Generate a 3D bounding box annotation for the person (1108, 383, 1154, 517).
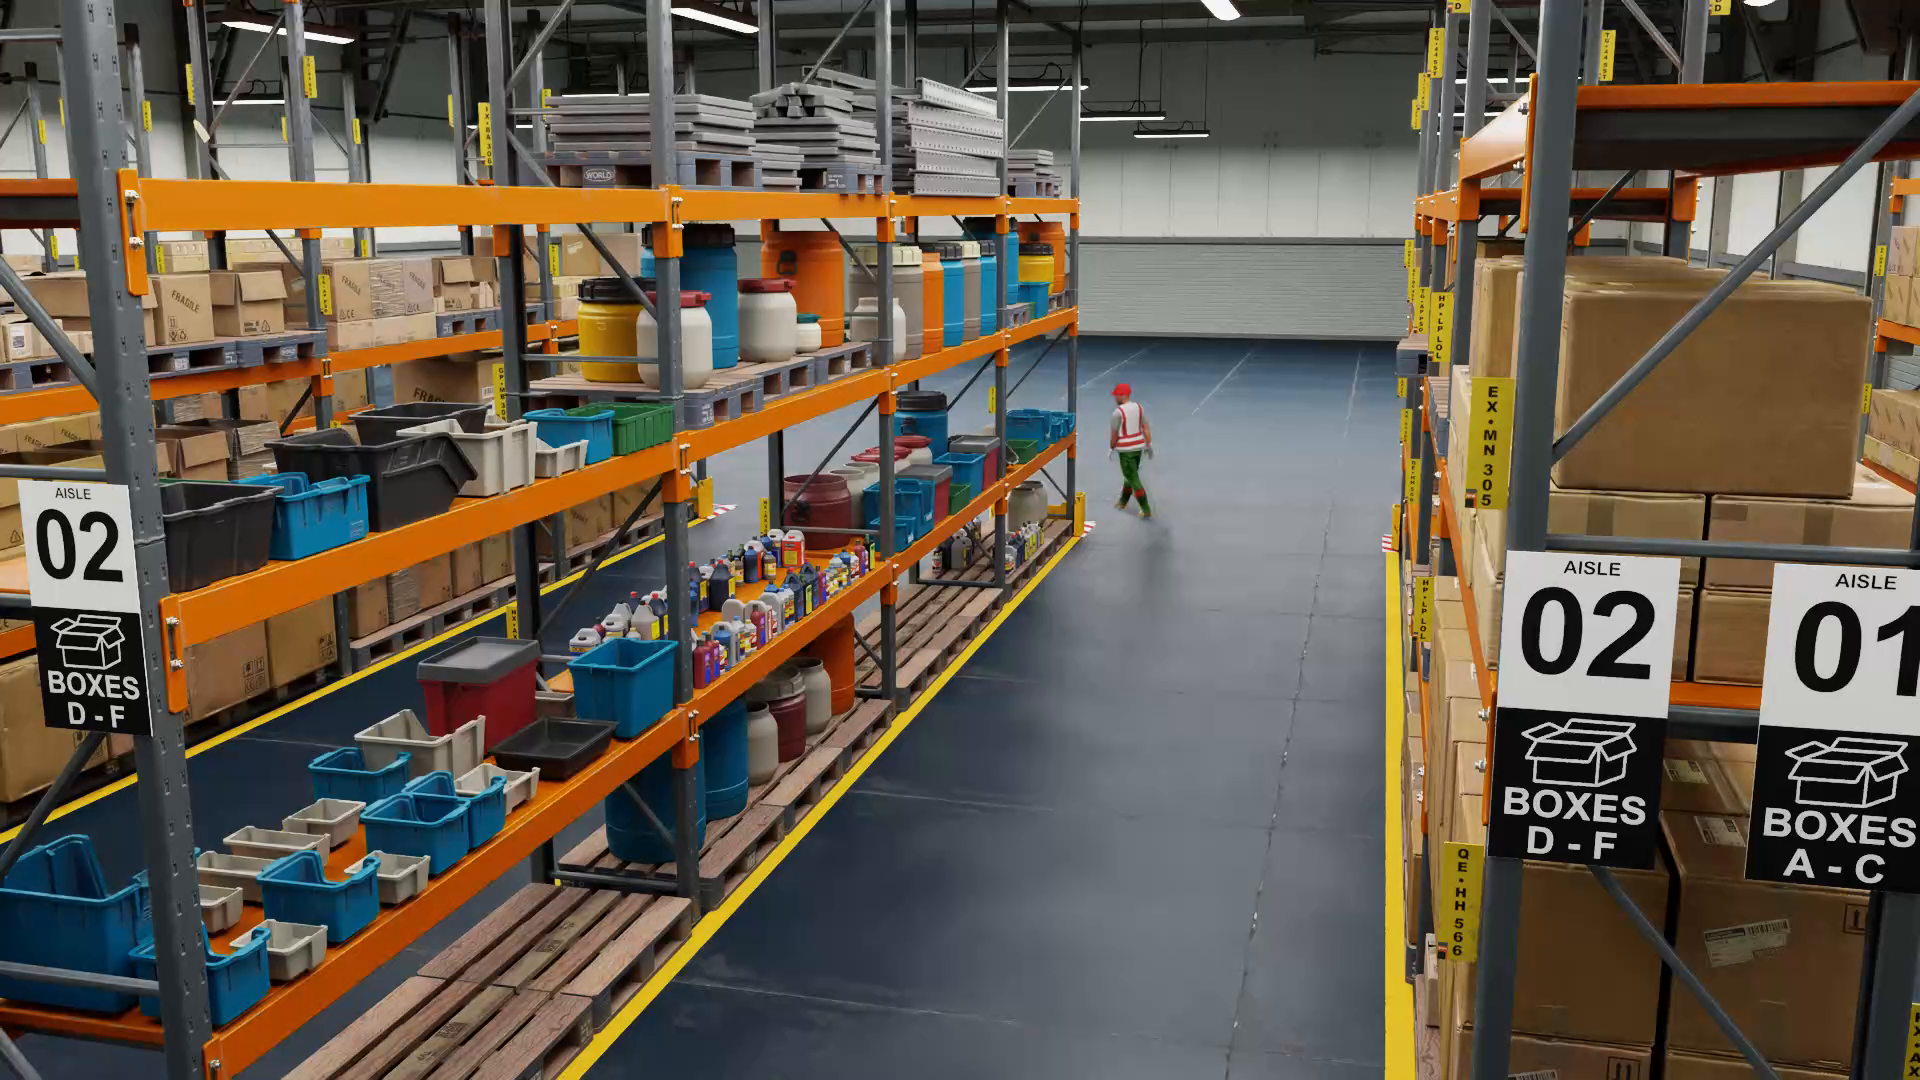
[{"bbox_3d":[2.158,-1.201,21.835,0.615,1.736,0.897,-8,14,-35],"label":"person"}]
